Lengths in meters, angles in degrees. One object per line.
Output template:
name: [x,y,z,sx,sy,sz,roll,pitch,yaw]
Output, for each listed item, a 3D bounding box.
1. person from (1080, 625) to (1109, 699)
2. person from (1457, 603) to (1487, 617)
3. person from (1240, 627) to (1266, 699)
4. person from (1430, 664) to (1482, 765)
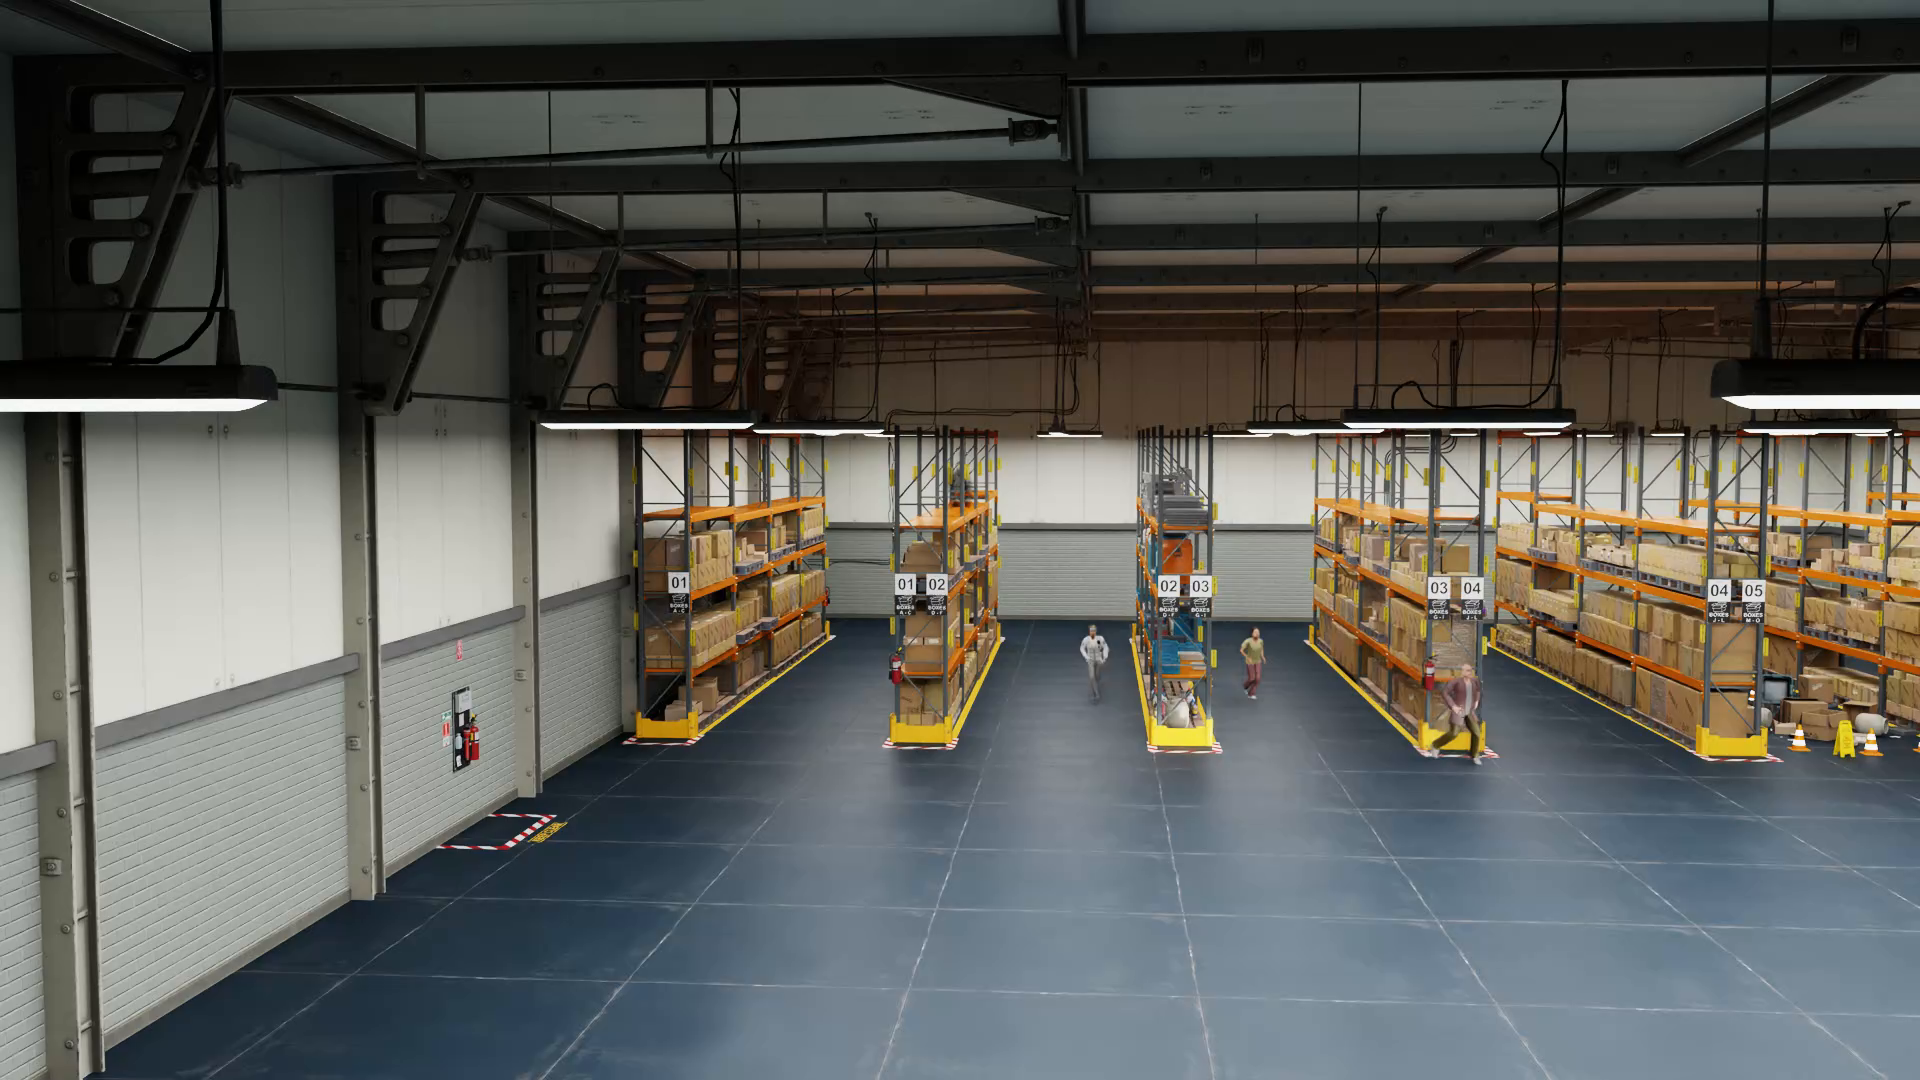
person: [2.993,2.697,37.102,0.636,1.669,0.760,0,3,2]
person: [13.518,2.217,43.879,0.681,1.678,0.884,0,3,-1]
person: [6.467,2.707,36.827,0.574,1.571,0.561,-1,4,-15]
person: [8.902,3.096,29.578,0.923,1.782,0.790,-1,4,-22]
